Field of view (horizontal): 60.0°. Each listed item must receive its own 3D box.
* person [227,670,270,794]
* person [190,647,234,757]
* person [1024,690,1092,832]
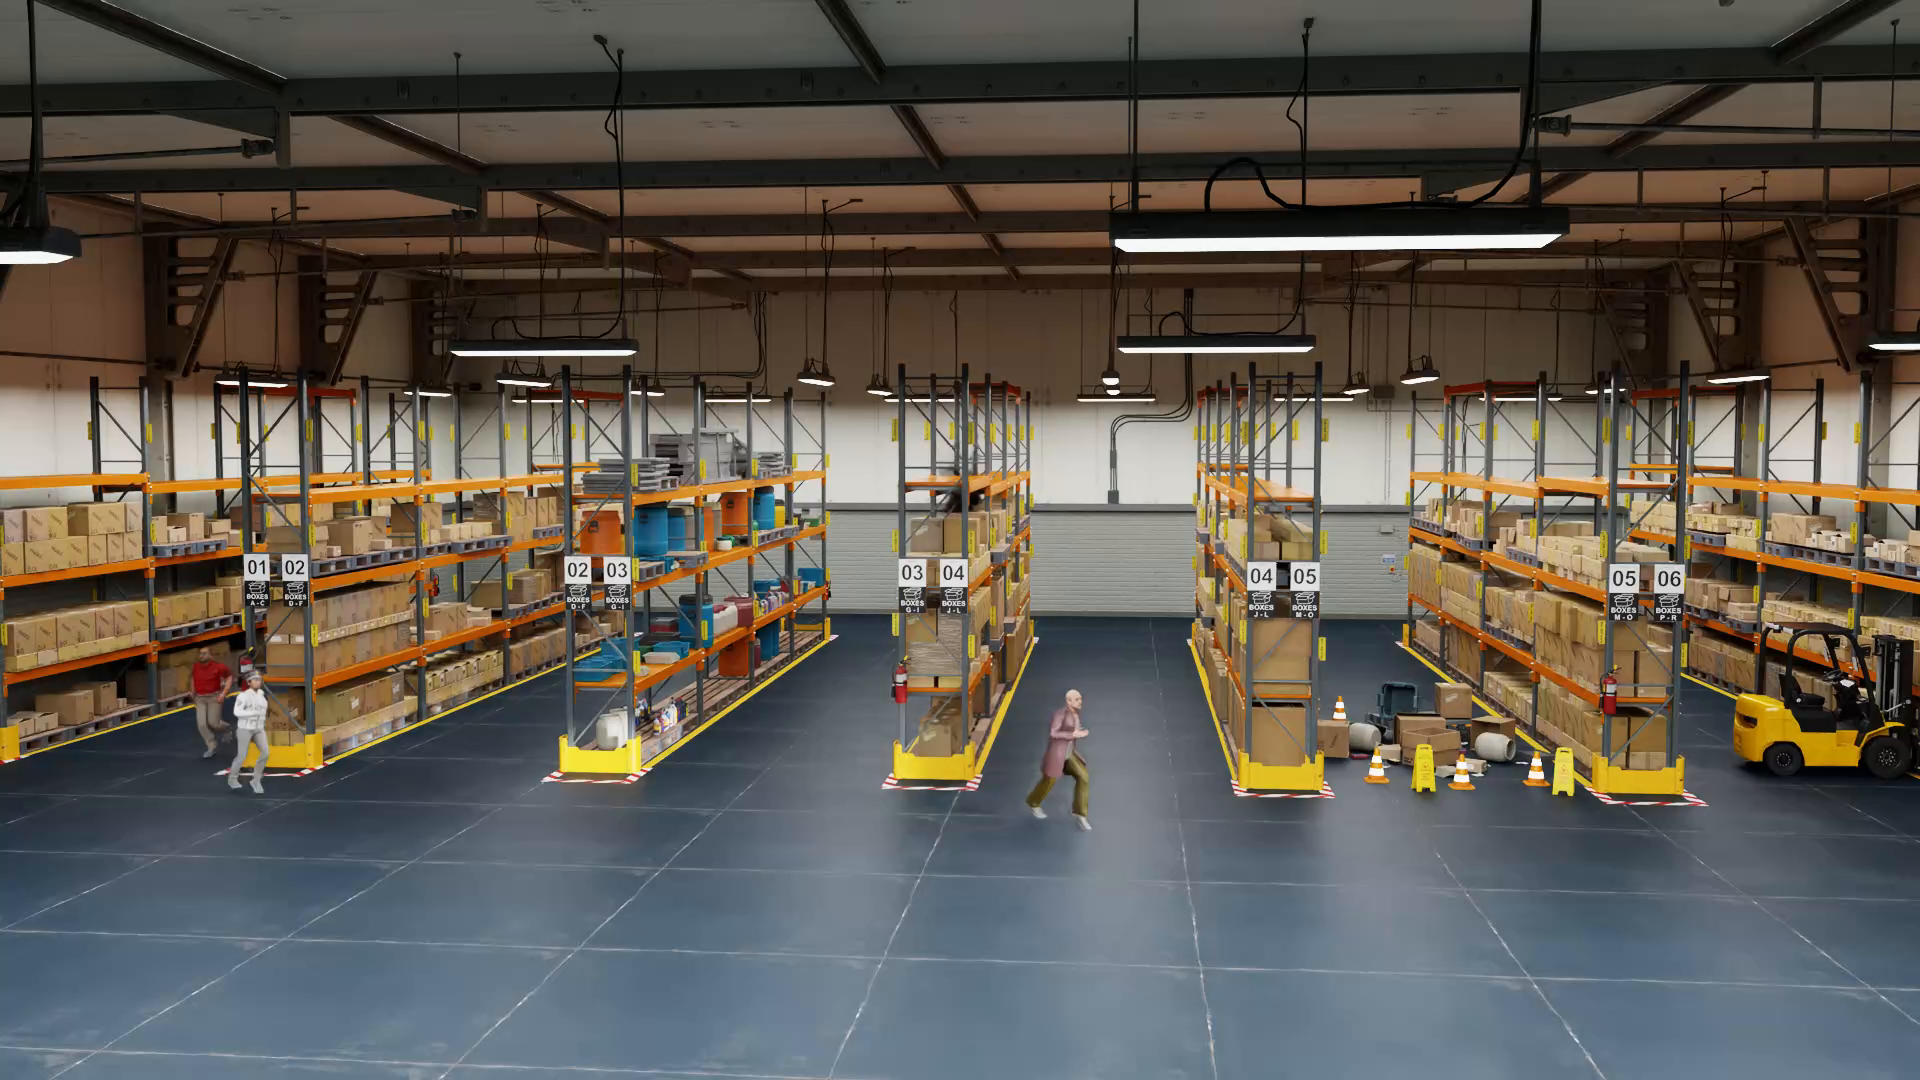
[{"bbox_3d":[-9.894,2.685,23.202,0.724,1.742,0.558,2,4,32],"label":"person"},{"bbox_3d":[-11.698,2.505,25.974,0.684,1.696,0.623,0,4,7],"label":"person"},{"bbox_3d":[1.233,2.779,21.166,1.044,1.802,0.699,4,5,44],"label":"person"}]
